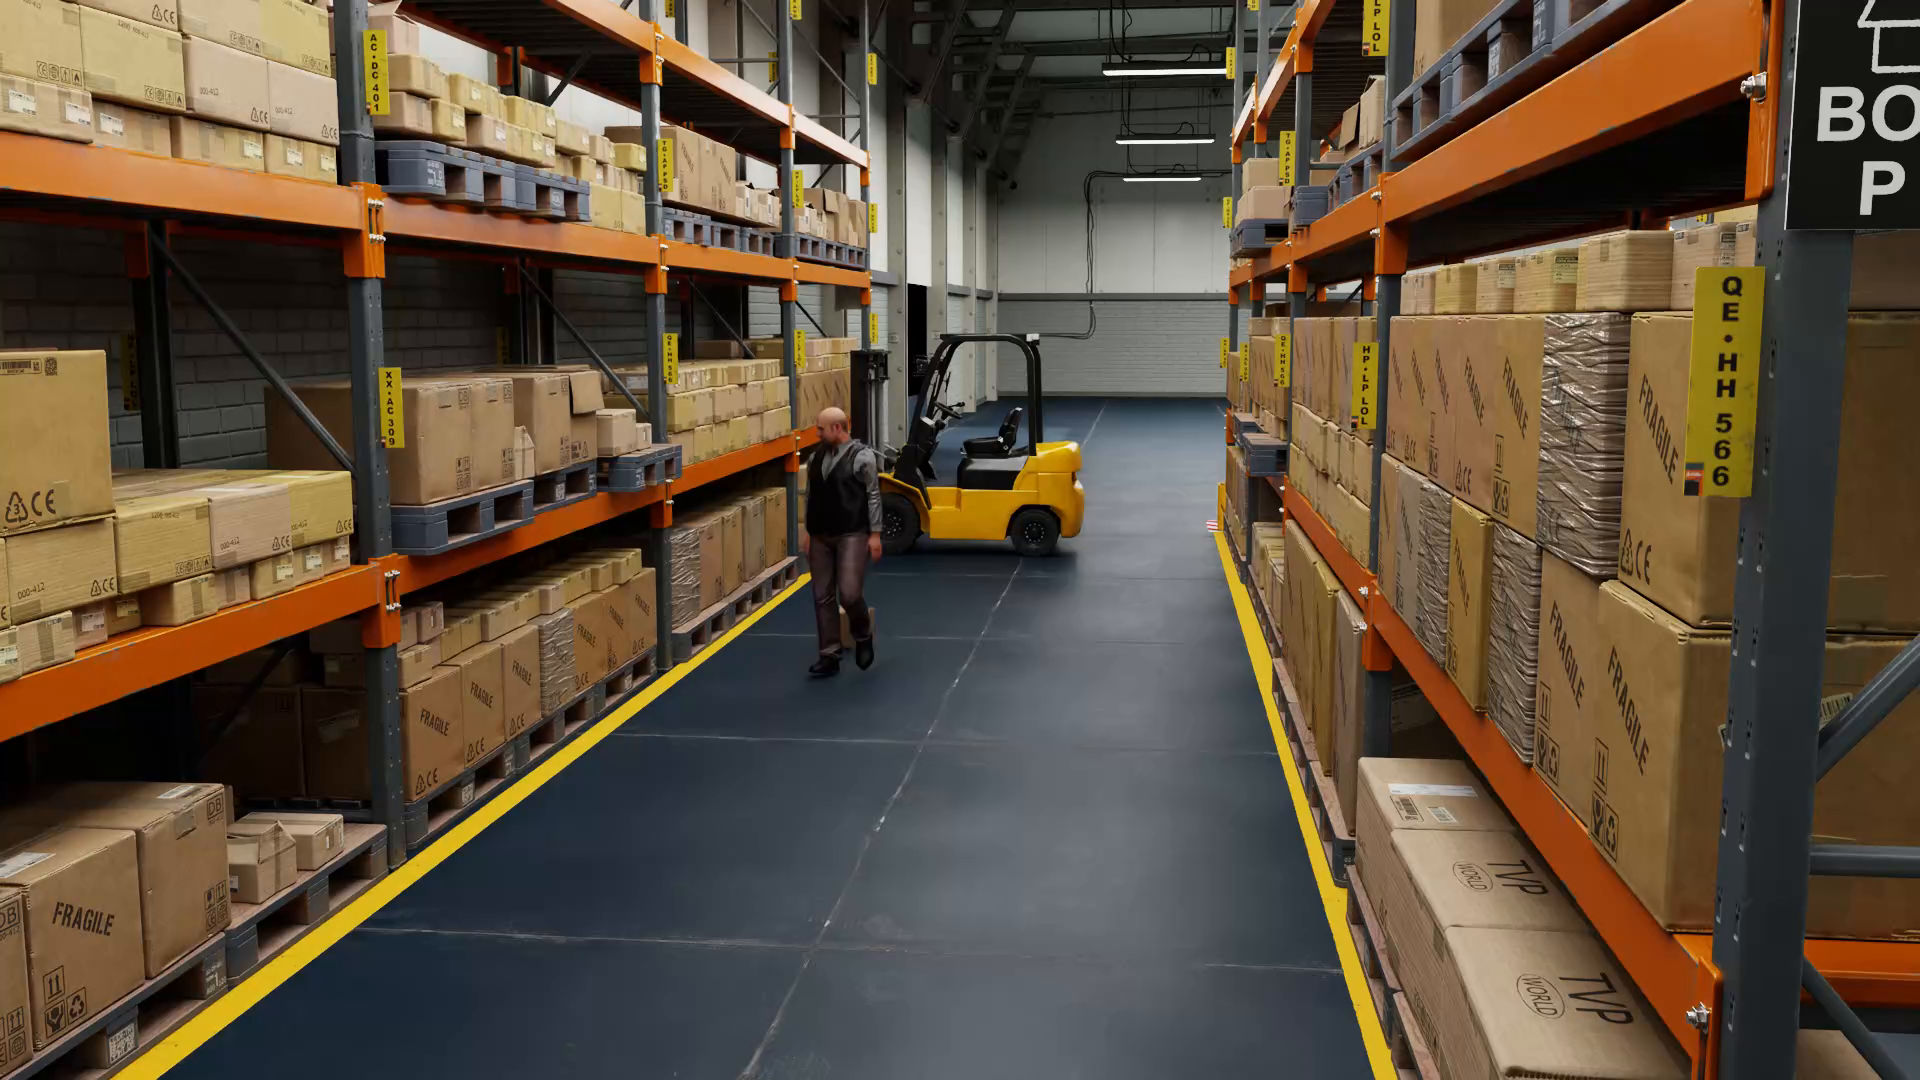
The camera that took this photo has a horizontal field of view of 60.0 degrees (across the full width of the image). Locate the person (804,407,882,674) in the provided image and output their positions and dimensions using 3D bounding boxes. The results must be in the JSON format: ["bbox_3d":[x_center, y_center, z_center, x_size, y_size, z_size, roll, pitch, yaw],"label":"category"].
[{"bbox_3d":[-0.793,0.003,10.723,0.559,1.715,0.472,4,9,28],"label":"person"}]
